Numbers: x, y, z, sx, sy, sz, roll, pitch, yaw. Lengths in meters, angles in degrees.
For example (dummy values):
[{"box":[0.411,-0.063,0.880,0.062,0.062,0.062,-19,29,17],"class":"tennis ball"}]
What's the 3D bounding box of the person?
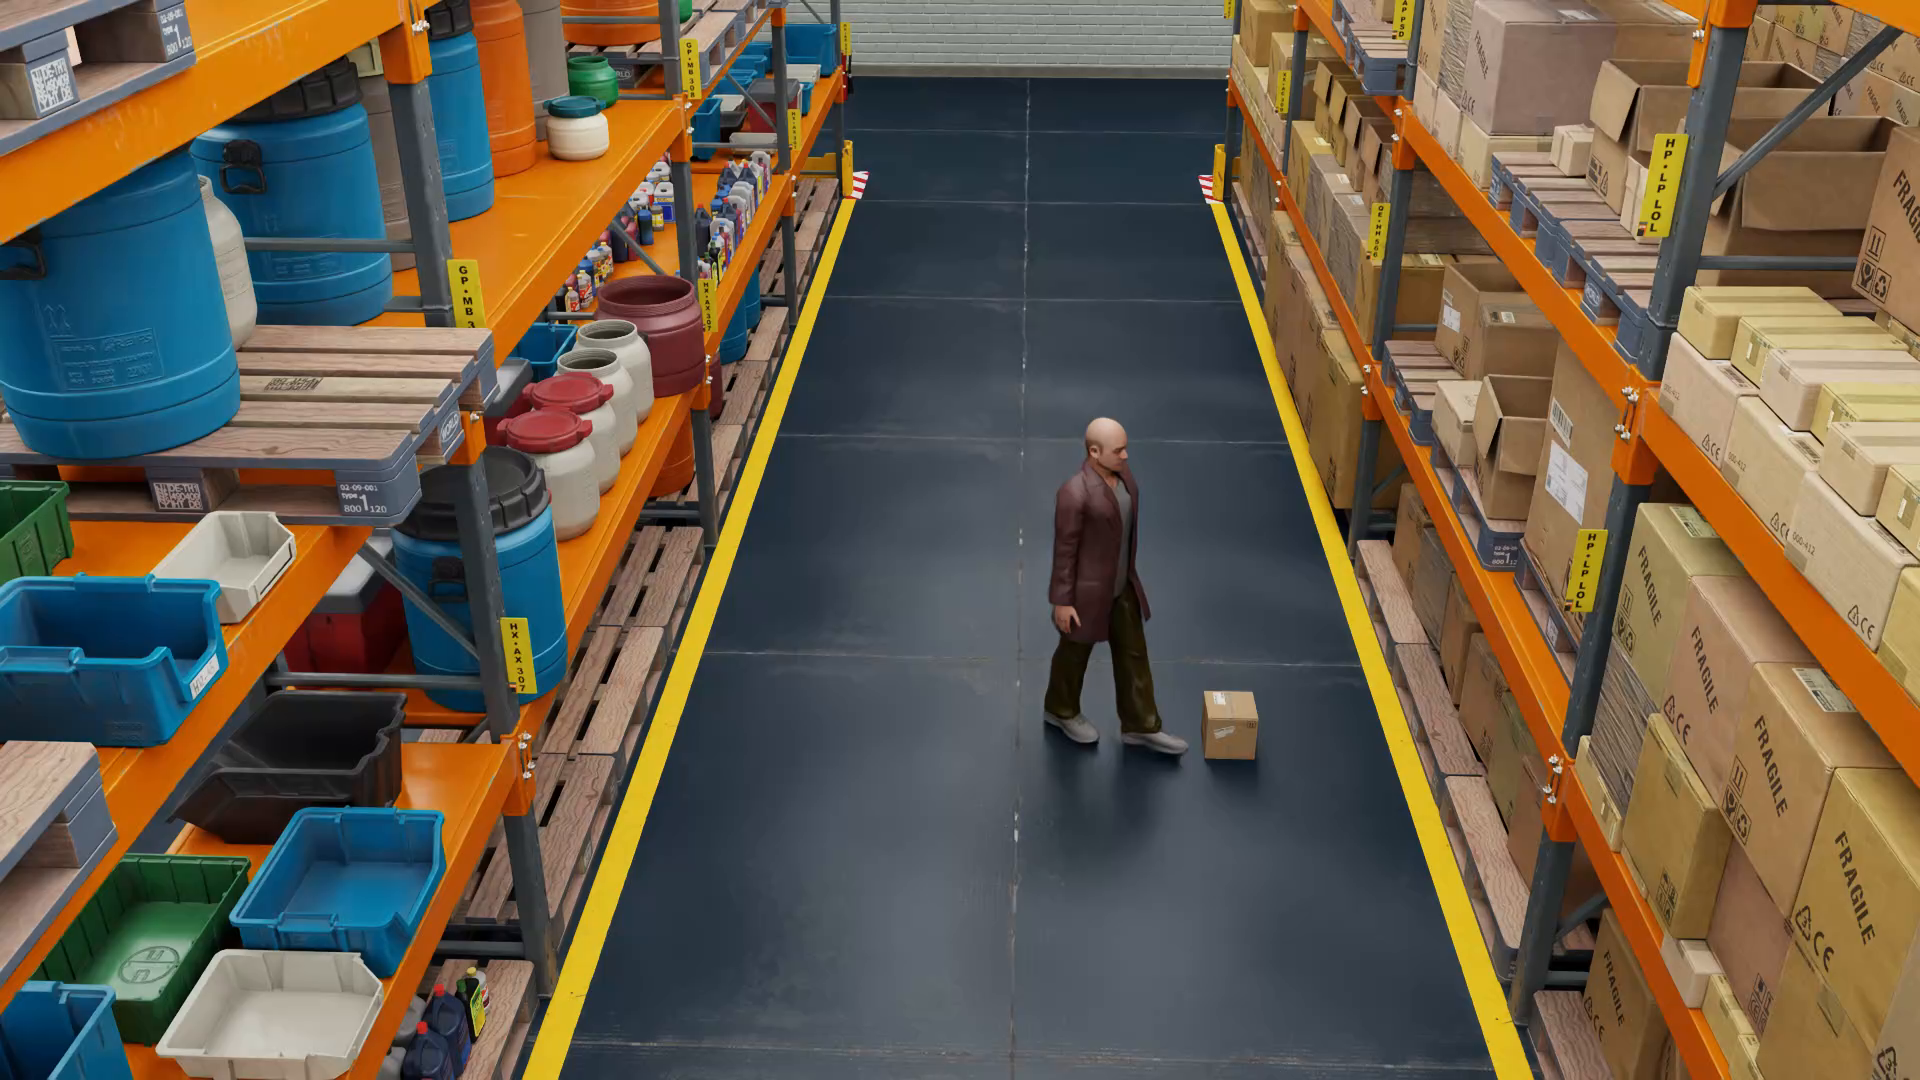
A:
[{"box":[0.767,0.258,8.121,0.784,1.767,0.625,22,35,36],"class":"person"}]
